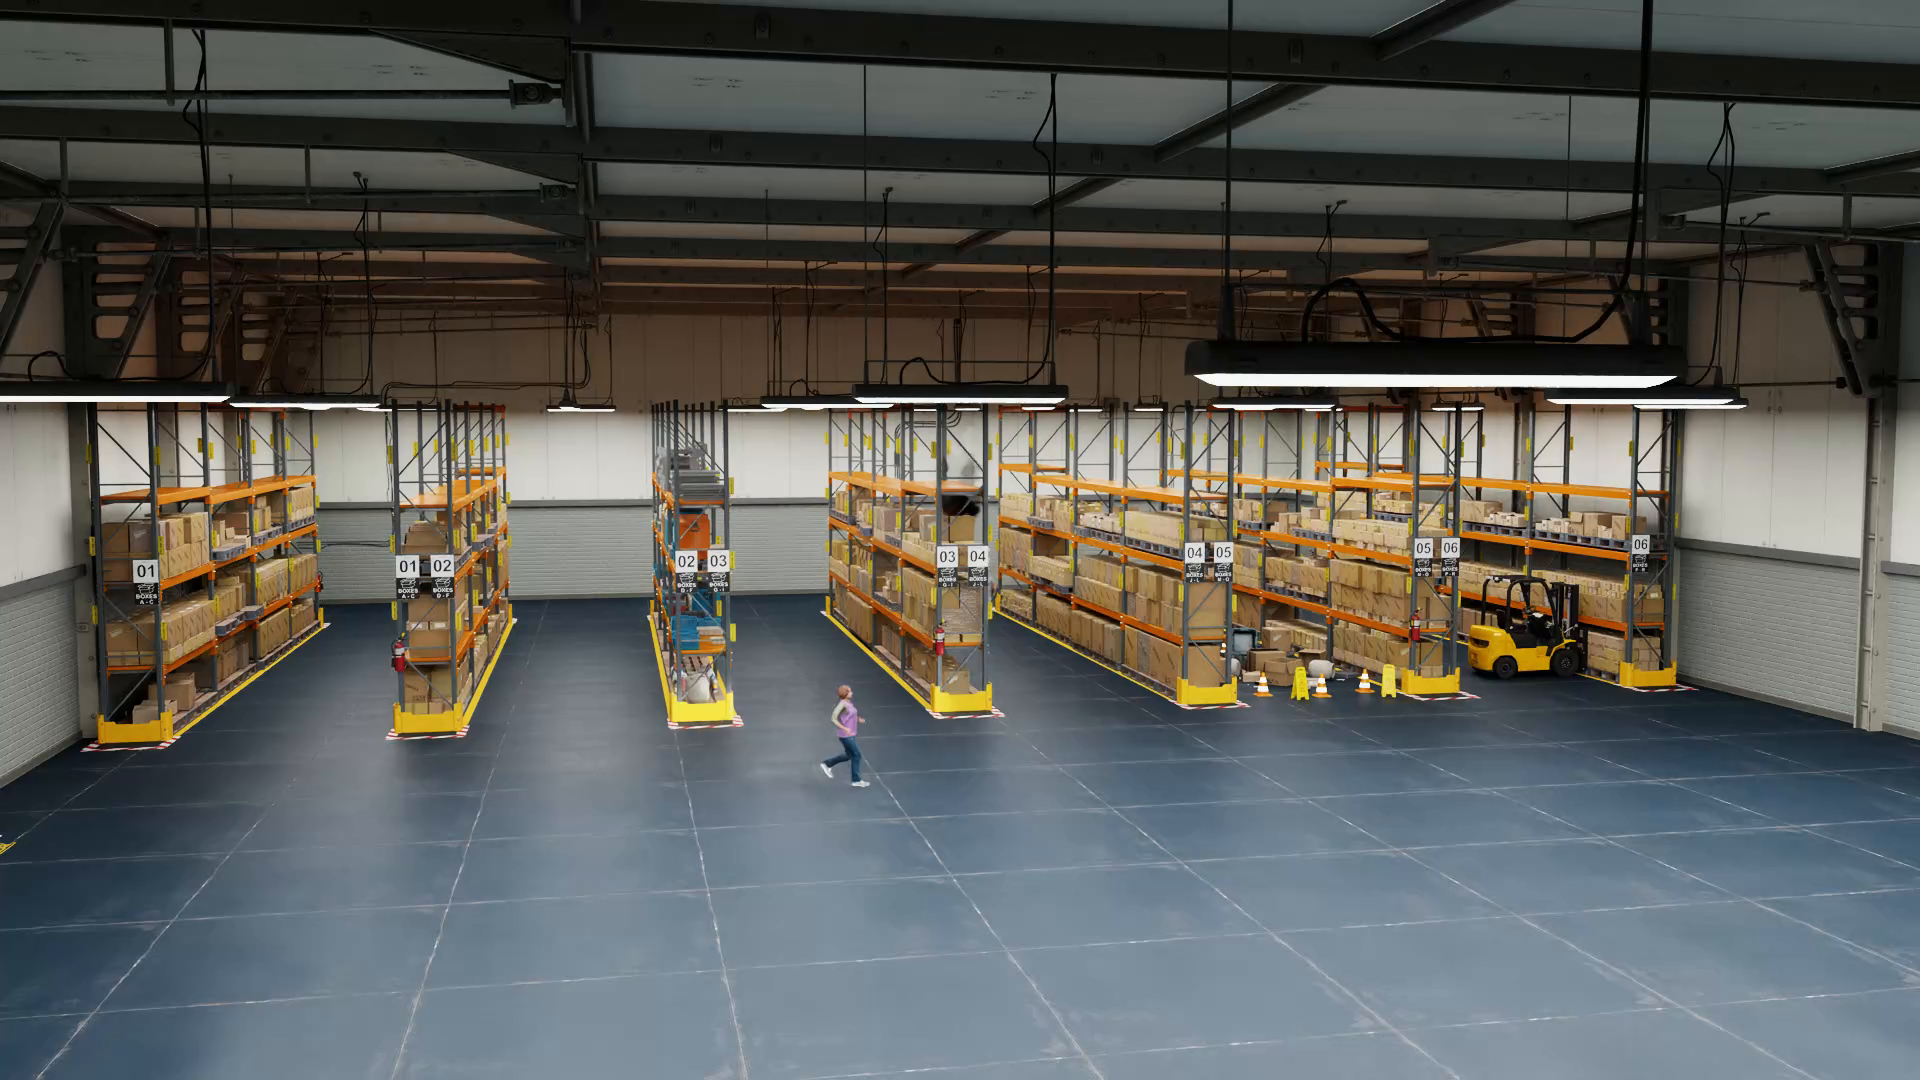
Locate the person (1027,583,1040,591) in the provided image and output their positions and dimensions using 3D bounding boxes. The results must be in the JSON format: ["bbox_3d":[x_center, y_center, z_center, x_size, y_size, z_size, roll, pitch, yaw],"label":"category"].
[{"bbox_3d":[2.167,1.126,49.900,0.843,1.665,0.579,3,5,38],"label":"person"}]

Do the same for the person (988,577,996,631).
[{"bbox_3d":[0.697,1.569,44.359,0.571,1.675,0.709,0,4,-4],"label":"person"}]

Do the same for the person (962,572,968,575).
[{"bbox_3d":[0.031,1.271,47.618,0.692,1.823,0.719,0,4,5],"label":"person"}]

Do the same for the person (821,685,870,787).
[{"bbox_3d":[-1.773,3.008,25.582,0.782,1.567,0.548,1,4,10],"label":"person"}]
